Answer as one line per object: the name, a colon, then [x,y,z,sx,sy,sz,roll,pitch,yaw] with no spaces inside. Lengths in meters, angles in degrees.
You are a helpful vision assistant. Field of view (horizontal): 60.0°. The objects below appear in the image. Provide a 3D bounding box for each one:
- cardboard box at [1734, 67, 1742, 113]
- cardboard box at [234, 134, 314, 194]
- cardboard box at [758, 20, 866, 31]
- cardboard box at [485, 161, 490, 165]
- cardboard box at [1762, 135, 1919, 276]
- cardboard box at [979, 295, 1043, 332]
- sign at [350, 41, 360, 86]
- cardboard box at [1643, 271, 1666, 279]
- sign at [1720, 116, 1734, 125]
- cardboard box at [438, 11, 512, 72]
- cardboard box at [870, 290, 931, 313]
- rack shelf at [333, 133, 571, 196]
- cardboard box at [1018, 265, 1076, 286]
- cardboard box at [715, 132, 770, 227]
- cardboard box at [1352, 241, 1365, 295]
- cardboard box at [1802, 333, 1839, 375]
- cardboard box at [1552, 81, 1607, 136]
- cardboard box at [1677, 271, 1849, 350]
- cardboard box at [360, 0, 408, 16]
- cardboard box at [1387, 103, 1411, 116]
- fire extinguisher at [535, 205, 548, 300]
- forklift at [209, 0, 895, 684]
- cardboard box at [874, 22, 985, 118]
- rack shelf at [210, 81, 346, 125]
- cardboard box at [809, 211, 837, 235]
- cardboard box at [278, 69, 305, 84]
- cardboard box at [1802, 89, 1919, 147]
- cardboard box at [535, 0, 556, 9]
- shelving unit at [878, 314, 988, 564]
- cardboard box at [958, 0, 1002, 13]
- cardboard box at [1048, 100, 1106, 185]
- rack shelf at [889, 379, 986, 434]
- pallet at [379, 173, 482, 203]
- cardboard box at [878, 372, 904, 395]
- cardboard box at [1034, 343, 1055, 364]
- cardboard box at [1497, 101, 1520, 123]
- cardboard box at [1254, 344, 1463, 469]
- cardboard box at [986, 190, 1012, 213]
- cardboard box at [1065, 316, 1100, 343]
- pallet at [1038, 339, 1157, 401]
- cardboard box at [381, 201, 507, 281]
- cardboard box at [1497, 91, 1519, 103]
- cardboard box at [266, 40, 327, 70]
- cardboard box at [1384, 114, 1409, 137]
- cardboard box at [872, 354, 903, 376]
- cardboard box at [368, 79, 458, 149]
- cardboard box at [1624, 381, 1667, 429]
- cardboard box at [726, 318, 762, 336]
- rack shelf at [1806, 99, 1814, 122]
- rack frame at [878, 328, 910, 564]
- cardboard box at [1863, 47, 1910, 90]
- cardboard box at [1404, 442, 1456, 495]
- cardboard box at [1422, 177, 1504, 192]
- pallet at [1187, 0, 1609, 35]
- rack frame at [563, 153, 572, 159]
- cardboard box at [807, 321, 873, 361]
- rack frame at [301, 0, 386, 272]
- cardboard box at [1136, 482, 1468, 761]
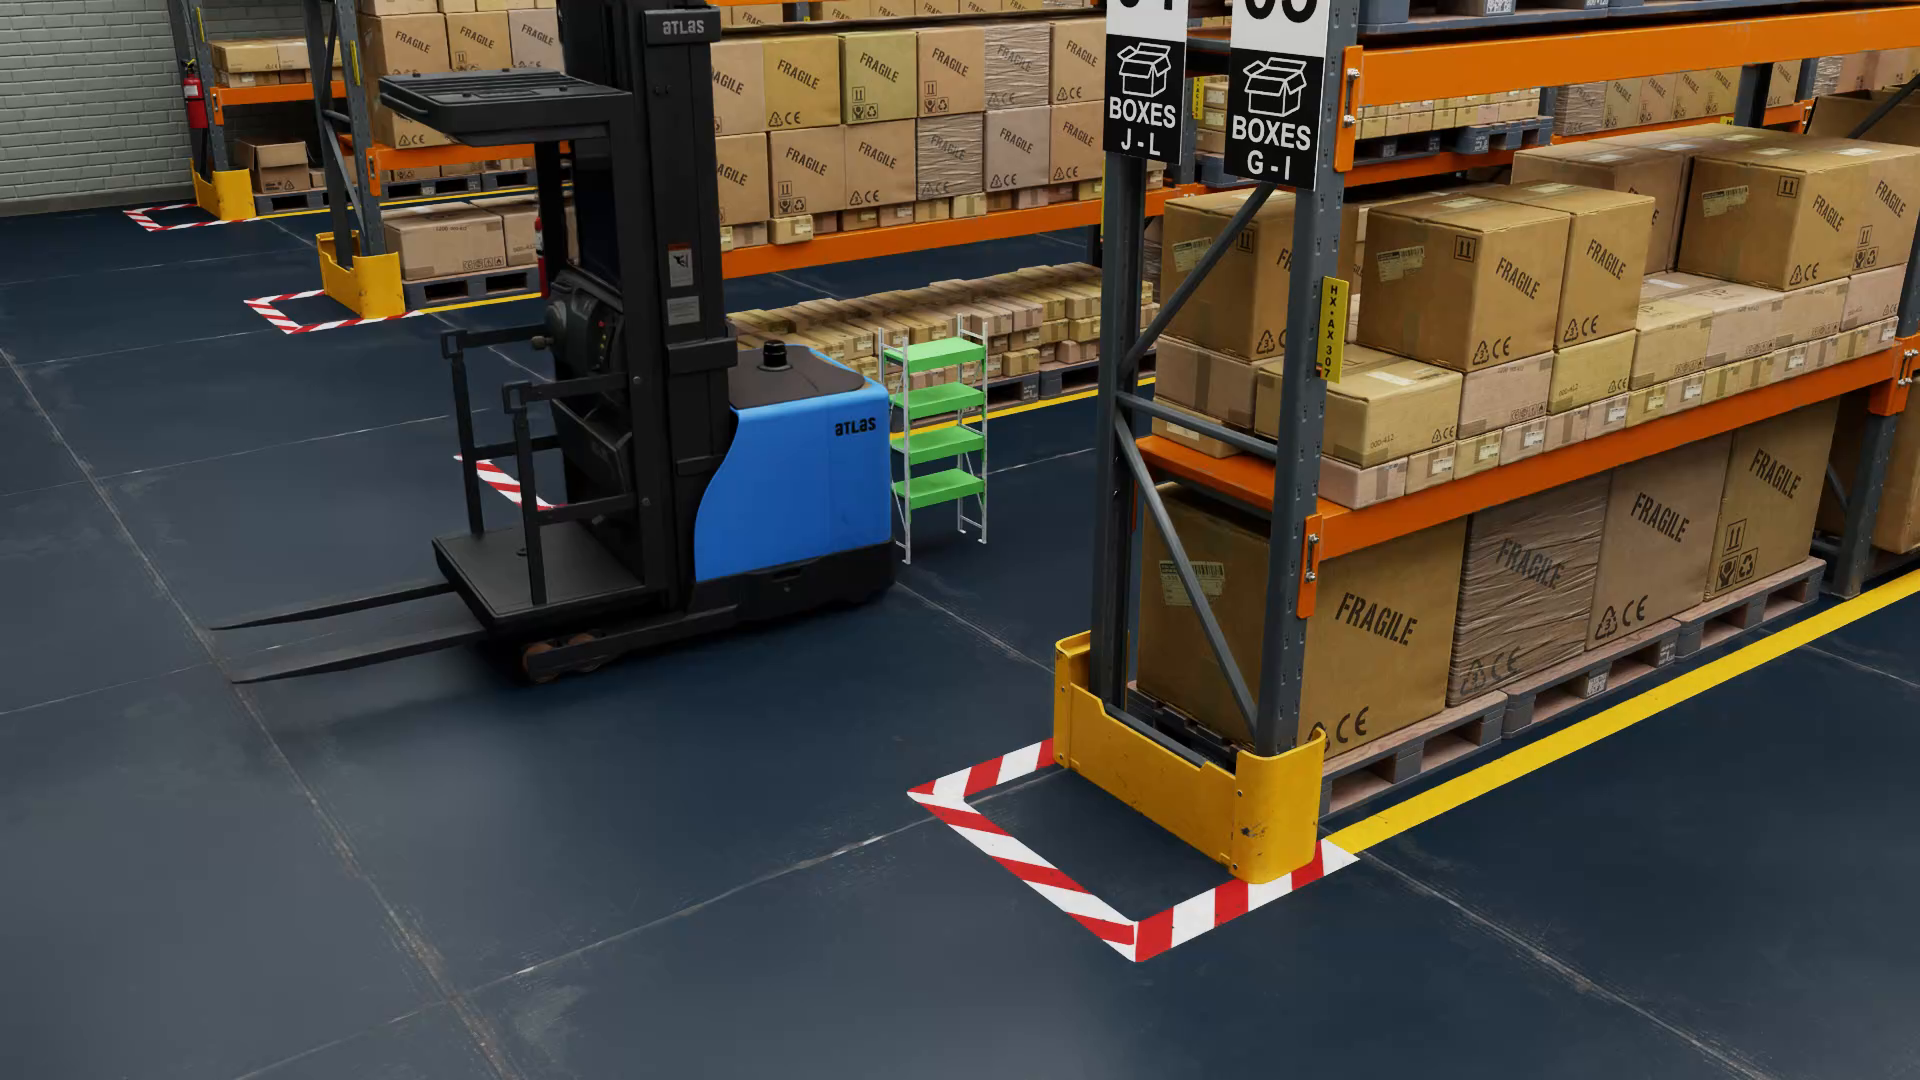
cardboard box: [7.098,-4.243,15.348,0.500,0.500,0.500,-15,26,-33]
cardboard box: [-7.289,-4.002,17.679,0.637,0.503,0.797,-16,27,-35]
cardboard box: [-0.911,-2.950,10.357,0.500,0.500,0.500,-13,25,-30]
cardboard box: [-5.620,-4.433,19.239,0.250,0.149,0.380,-15,26,-34]
cardboard box: [3.879,-1.491,7.375,0.500,0.500,0.500,-14,26,-31]
cardboard box: [0.340,-1.518,11.130,0.250,0.149,0.380,-16,27,-35]
sign: [-4.619,-3.640,12.697,0.005,0.325,0.100,-15,26,-33]
cardboard box: [2.738,-1.080,7.356,0.500,0.250,0.500,-14,26,-32]
sign: [3.771,-1.916,8.196,0.005,0.325,0.100,-15,26,-33]
cardboard box: [-3.967,-4.013,13.421,0.500,0.500,0.500,-16,27,-34]
cardboard box: [-0.403,-1.573,11.267,0.250,0.149,0.380,-15,26,-33]
rack shelf: [-3.315,-3.468,14.512,4.000,0.370,1.077,-15,26,-33]
cardboard box: [0.623,-1.861,11.991,0.250,0.149,0.380,-13,25,-30]
cardboard box: [-1.440,-2.101,9.578,0.500,0.500,0.500,-14,25,-30]
cardboard box: [2.882,-2.115,12.955,0.500,0.500,0.500,-14,26,-32]
cardboard box: [3.623,-0.862,7.347,0.250,0.149,0.380,-15,26,-34]
cardboard box: [5.050,-3.696,13.977,0.500,0.500,0.500,-15,26,-32]
cardboard box: [3.472,-1.035,7.245,0.500,0.250,0.500,-14,26,-31]
cardboard box: [-4.489,-4.175,12.953,0.250,0.149,0.380,-14,26,-32]
cardboard box: [3.138,-3.271,12.417,0.250,0.149,0.380,-16,27,-34]
fire extinguisher: [-2.440,-1.778,9.911,0.183,0.674,0.296,-15,26,-33]
forklift: [-1.851,-0.958,7.343,3.031,2.935,1.130,-12,25,-28]
cardboard box: [-0.193,-2.897,10.224,0.500,0.500,0.500,-16,27,-34]
rack shelf: [-6.217,-4.961,18.252,4.000,0.370,1.077,-15,26,-33]
cardboard box: [-0.949,-1.964,10.110,0.250,0.149,0.380,-14,25,-30]
cardboard box: [-7.041,-4.870,17.393,0.250,0.149,0.380,-15,26,-34]
cardboard box: [4.610,-1.907,8.140,0.637,0.503,0.797,-16,27,-34]
cardboard box: [-3.427,-4.452,13.646,0.250,0.149,0.380,-15,26,-32]
shelving unit: [-0.134,-0.521,8.584,0.503,1.200,0.258,-15,26,-33]
cardboard box: [0.055,-5.095,16.134,0.500,0.500,0.500,-15,26,-34]
cardboard box: [0.632,-2.651,10.956,0.500,0.500,0.500,-16,27,-34]
rack shelf: [-0.134,-0.685,8.519,0.480,0.148,0.258,-15,26,-33]
pallet: [-6.143,-4.019,18.683,1.213,0.211,1.003,-15,26,-33]
cardboard box: [-0.568,-1.034,10.720,0.250,0.149,0.380,-15,26,-33]
cardboard box: [0.441,-1.324,11.446,0.250,0.149,0.380,-16,27,-34]
cardboard box: [4.194,-3.414,13.177,0.250,0.149,0.380,-15,26,-33]
cardboard box: [1.396,-0.479,5.852,0.500,0.250,0.500,-16,27,-34]
cardboard box: [0.124,-2.236,10.790,0.250,0.149,0.380,-15,26,-34]
cardboard box: [0.792,-1.488,11.456,0.250,0.149,0.380,-16,27,-35]
pallet: [0.757,-1.317,11.912,1.213,0.211,1.003,-15,26,-33]
cardboard box: [-4.461,-2.548,14.124,0.875,0.438,0.875,-16,27,-35]
cardboard box: [4.178,-3.548,13.112,0.250,0.149,0.380,-14,26,-31]
cardboard box: [-6.906,-5.057,17.323,0.500,0.250,0.500,-15,26,-32]
cardboard box: [3.133,-3.131,12.468,0.250,0.149,0.380,-16,27,-35]
cardboard box: [-0.557,-1.178,10.681,0.250,0.149,0.380,-16,27,-35]
cardboard box: [-4.381,-3.434,13.319,0.500,0.500,0.500,-15,26,-33]
cardboard box: [2.578,-0.582,6.648,0.250,0.149,0.380,-16,27,-34]
cardboard box: [-1.446,-1.278,10.528,0.250,0.149,0.380,-14,26,-32]
rack shelf: [9.399,-4.599,17.344,4.000,0.370,1.077,-15,26,-33]
rack frame: [-0.332,-0.469,8.452,0.015,1.200,0.240,-15,26,-33]
cardboard box: [9.008,-4.860,16.826,0.550,0.550,0.875,-15,26,-33]
cardboard box: [1.537,-0.305,5.953,0.250,0.149,0.380,-15,26,-34]
cardboard box: [4.126,-2.789,13.634,0.500,0.250,0.500,-16,27,-34]
pallet: [1.445,-1.904,5.693,1.213,0.211,1.003,-15,26,-33]
rack frame: [-4.594,-5.728,19.204,0.127,3.000,1.000,-15,26,-33]
cardboard box: [-0.756,-1.251,10.462,0.250,0.149,0.380,-16,27,-35]
rack frame: [-4.939,-3.370,13.294,0.127,3.000,1.000,-15,26,-33]
cardboard box: [1.322,0.241,6.546,0.875,0.875,0.875,-15,26,-33]
